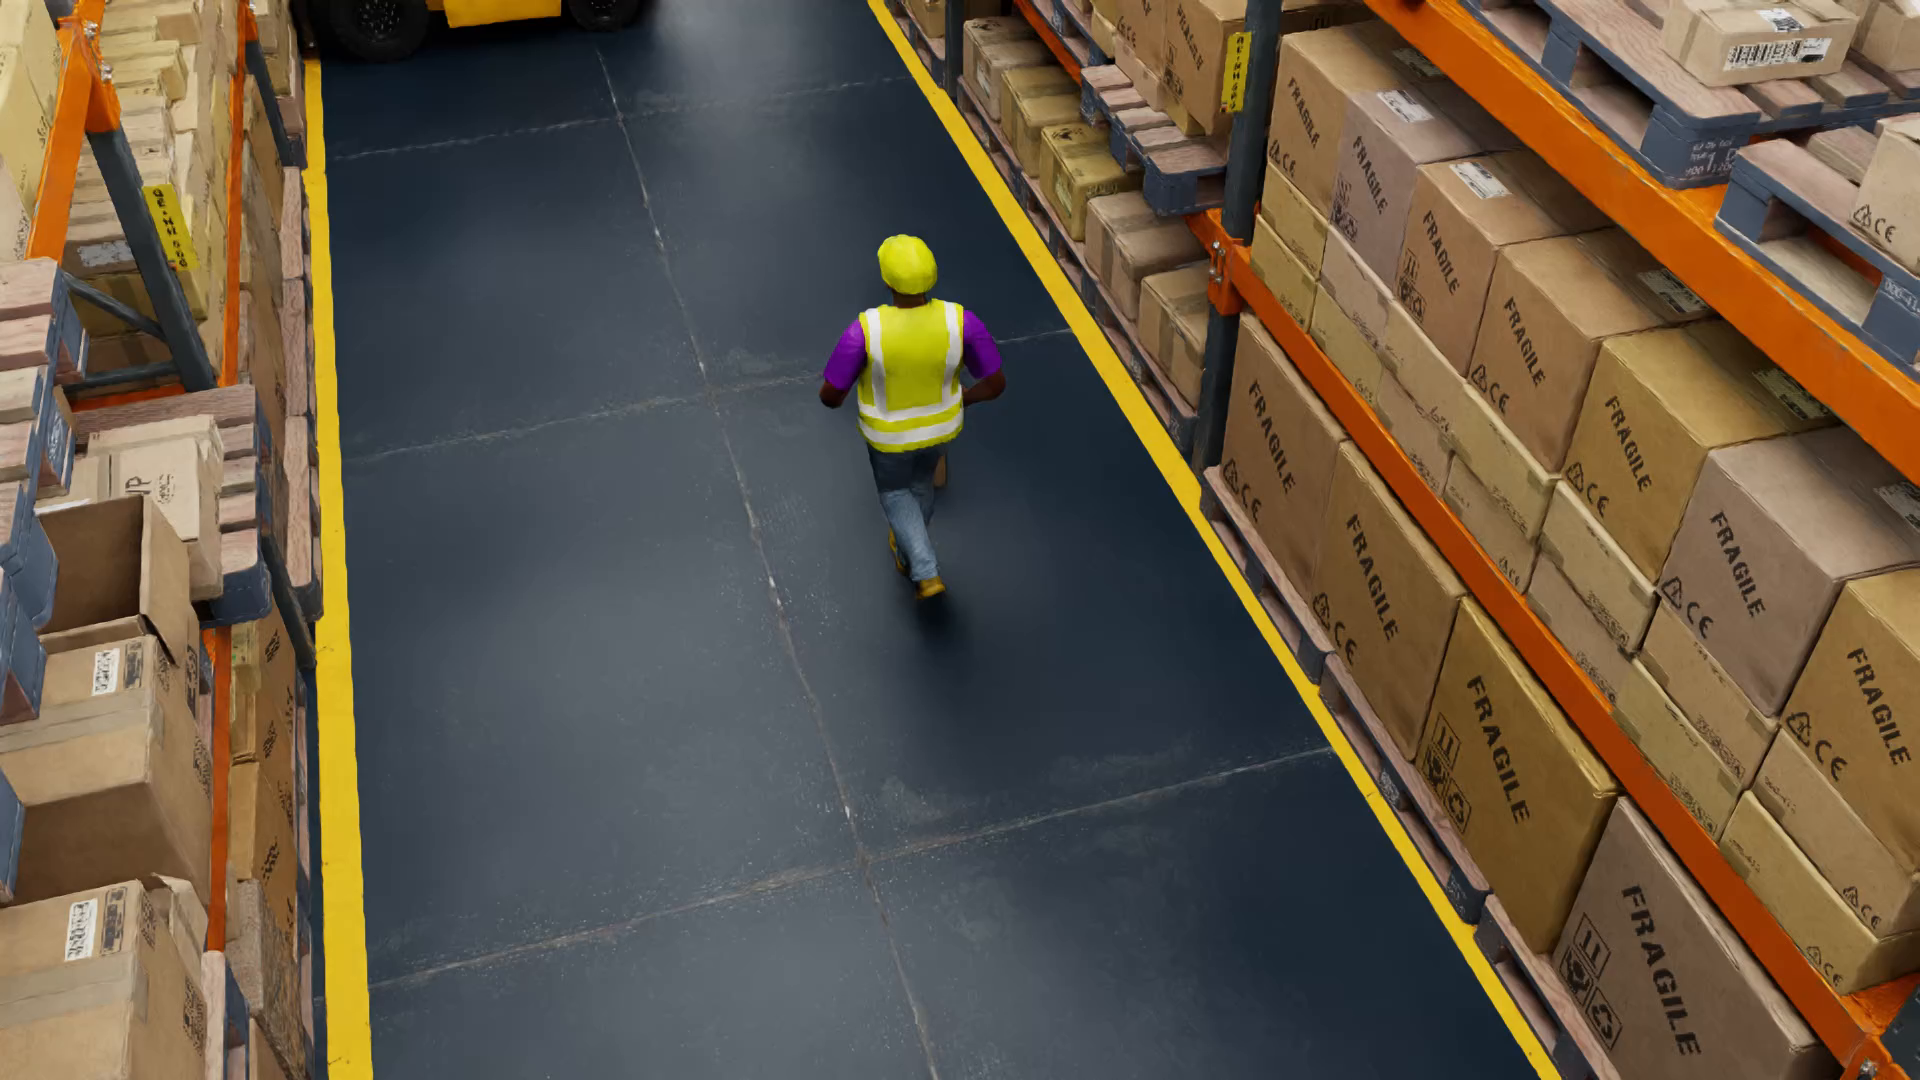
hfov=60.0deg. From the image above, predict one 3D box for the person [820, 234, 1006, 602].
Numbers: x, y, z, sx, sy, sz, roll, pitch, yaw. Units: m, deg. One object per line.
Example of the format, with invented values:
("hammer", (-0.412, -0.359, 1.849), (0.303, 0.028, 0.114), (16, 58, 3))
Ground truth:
("person", (-0.208, -0.454, 6.656), (0.712, 1.745, 0.726), (-10, 43, -11))
